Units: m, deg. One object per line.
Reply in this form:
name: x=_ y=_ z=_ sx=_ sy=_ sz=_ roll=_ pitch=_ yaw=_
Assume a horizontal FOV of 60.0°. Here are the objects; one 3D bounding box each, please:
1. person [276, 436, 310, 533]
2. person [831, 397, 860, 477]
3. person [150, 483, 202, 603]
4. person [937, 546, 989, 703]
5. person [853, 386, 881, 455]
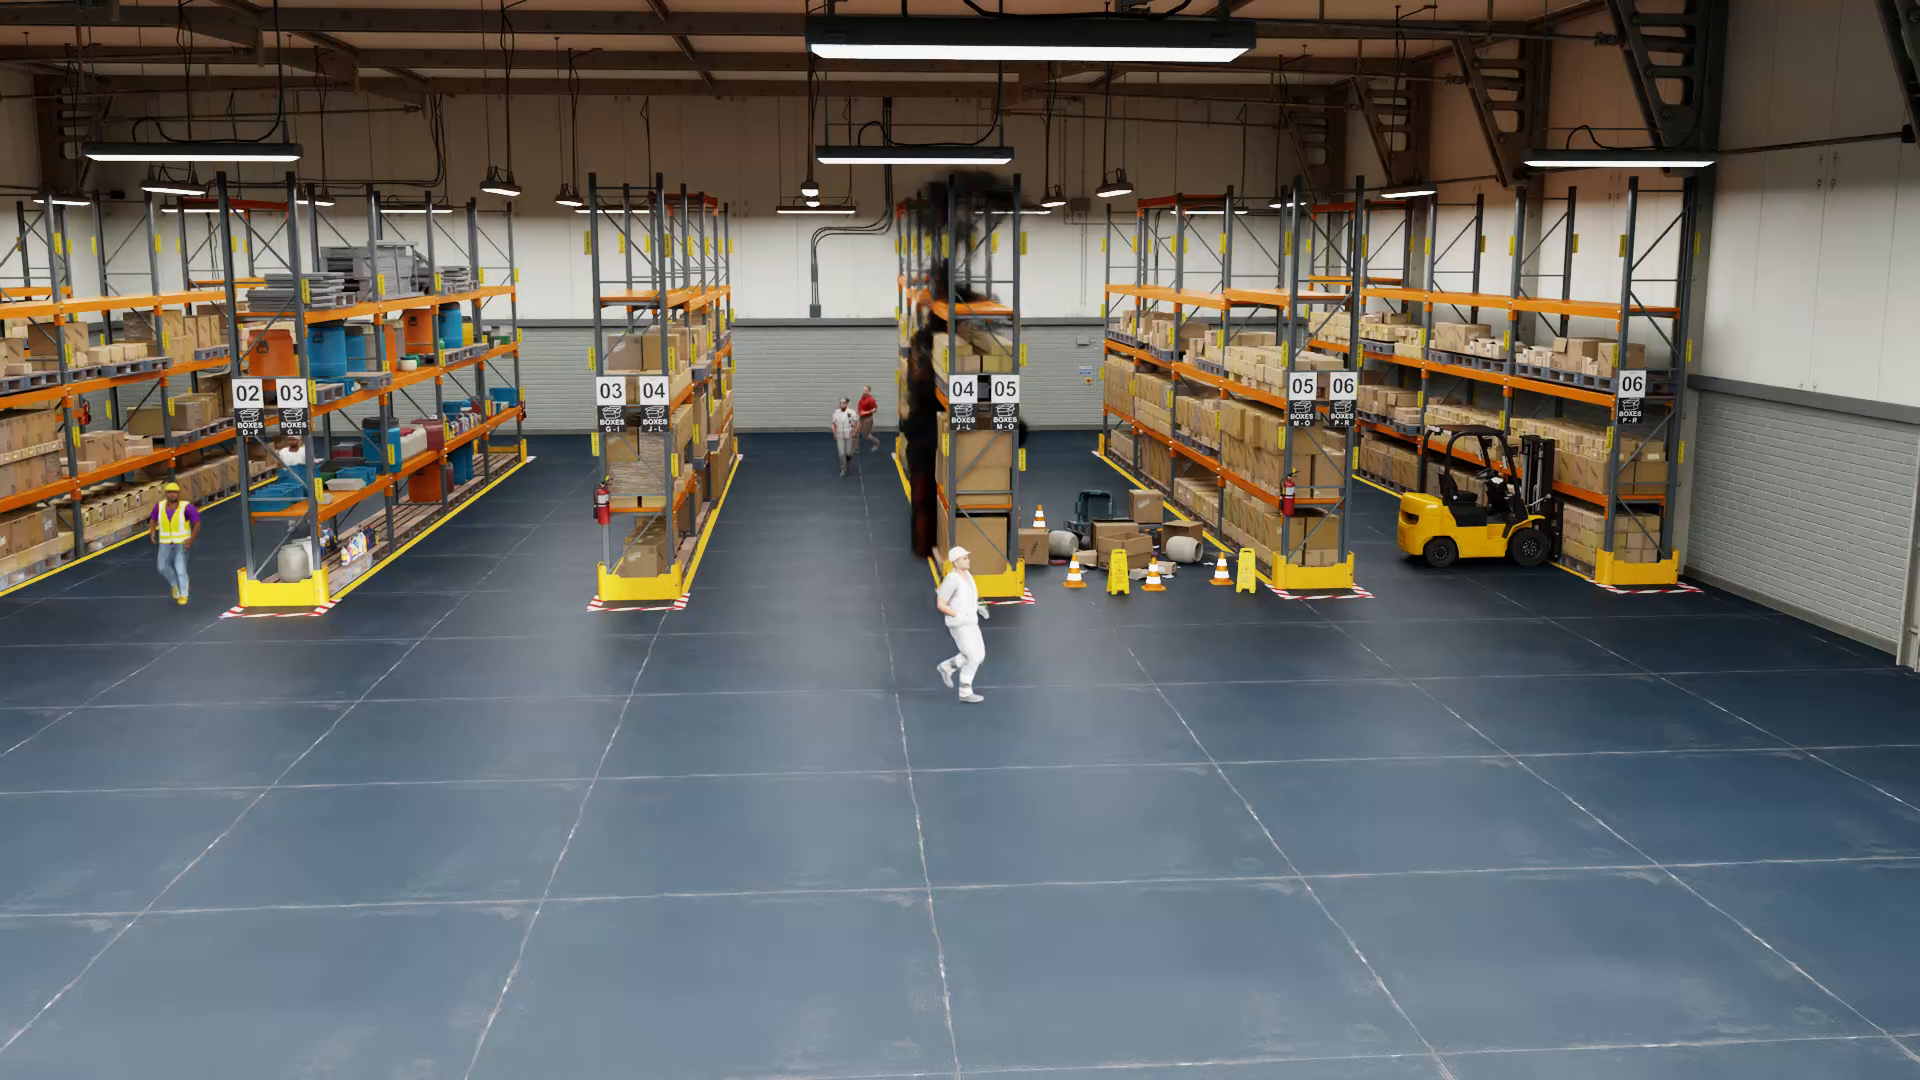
person: x=-11.770 y=-1.044 z=29.482 sx=0.710 sy=1.747 sz=0.968 roll=-1 pitch=10 yaw=-5
person: x=-2.533 y=-2.295 z=36.726 sx=0.660 sy=1.756 sz=0.569 roll=1 pitch=10 yaw=5
person: x=-11.088 y=0.053 z=23.443 sx=0.728 sy=1.726 sz=0.525 roll=-1 pitch=10 yaw=-5
person: x=-0.017 y=0.929 z=18.439 sx=0.631 sy=1.738 sz=0.655 roll=5 pitch=11 yaw=28
person: x=-2.233 y=-2.879 z=40.218 sx=0.890 sy=1.714 sz=0.702 roll=-8 pitch=13 yaw=-37
